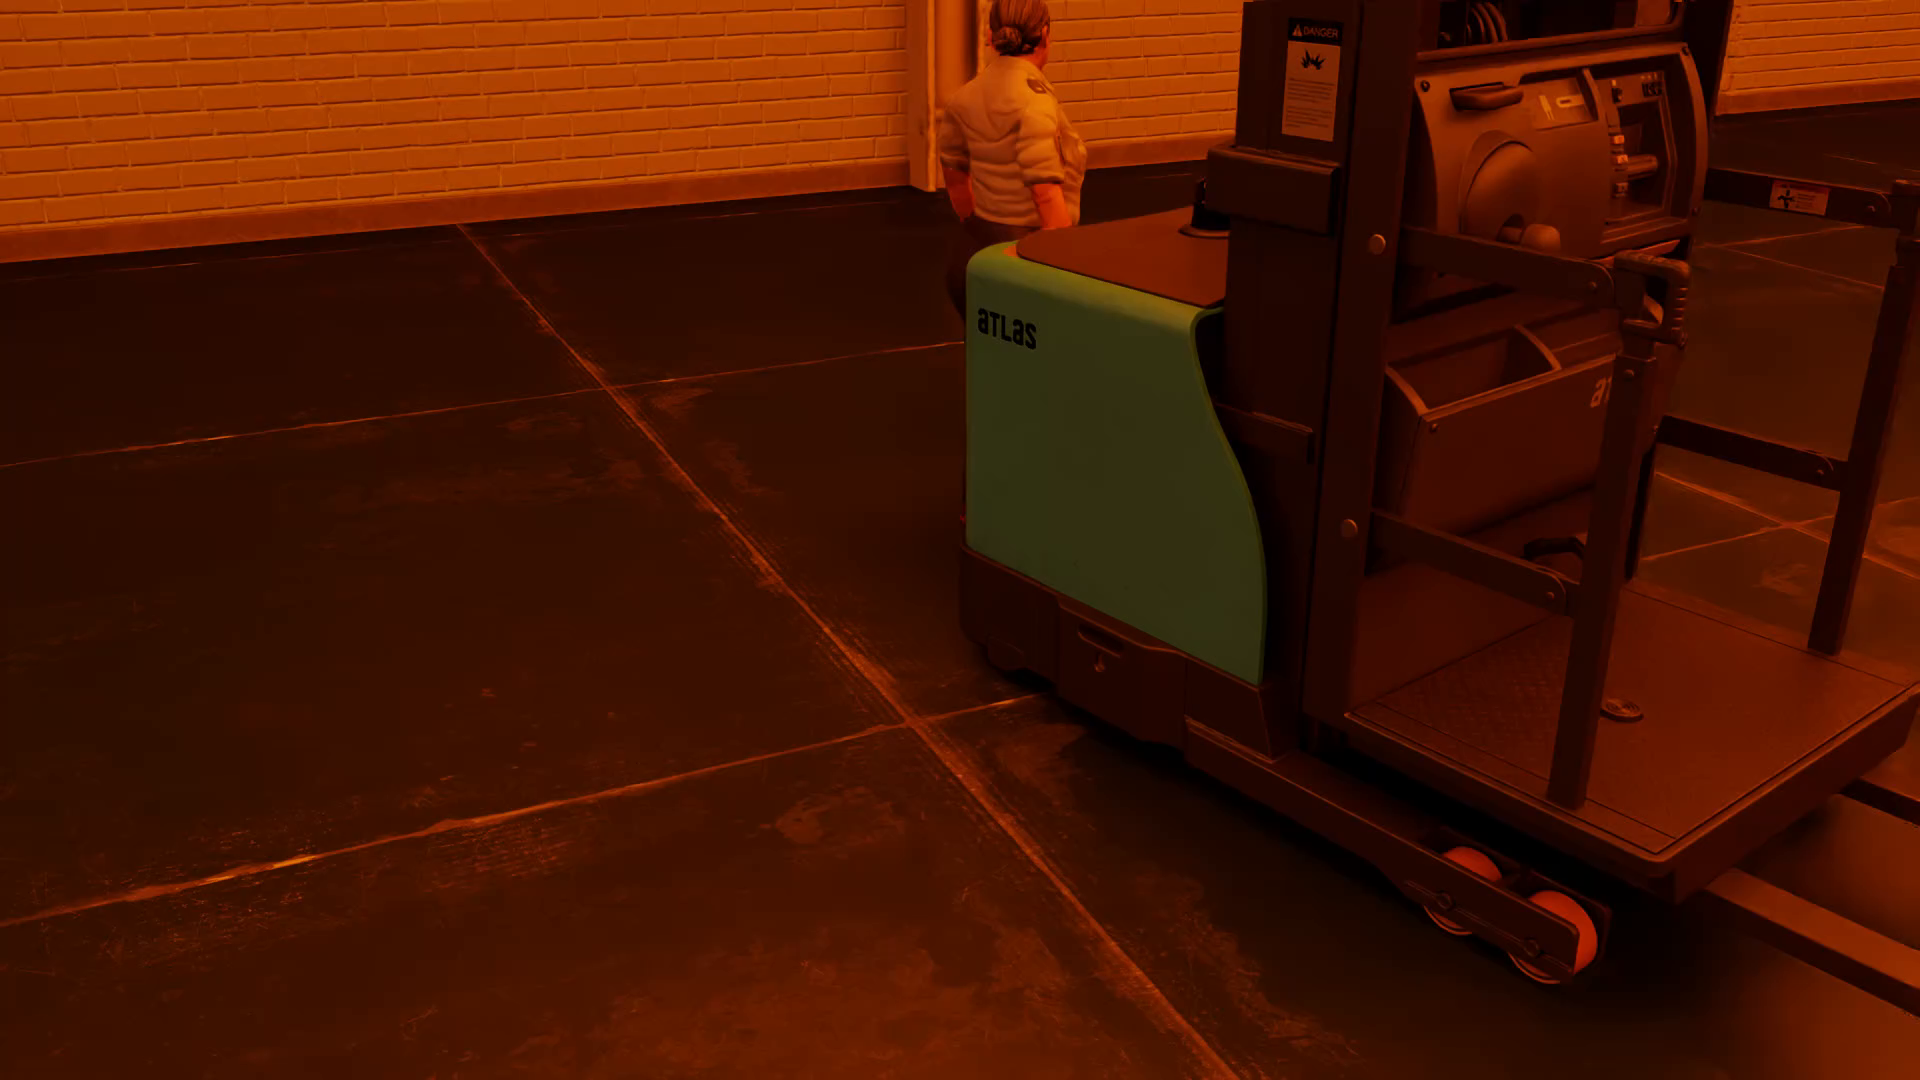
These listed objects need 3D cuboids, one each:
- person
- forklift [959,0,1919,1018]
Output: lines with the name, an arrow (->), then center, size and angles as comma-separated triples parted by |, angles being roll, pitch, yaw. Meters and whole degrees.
person -> 0.264, -0.805, 4.947 | 0.593, 1.606, 0.689 | -15, 27, -32
forklift -> 1.316, -0.742, 3.073 | 1.130, 2.935, 3.031 | -17, 28, -36
